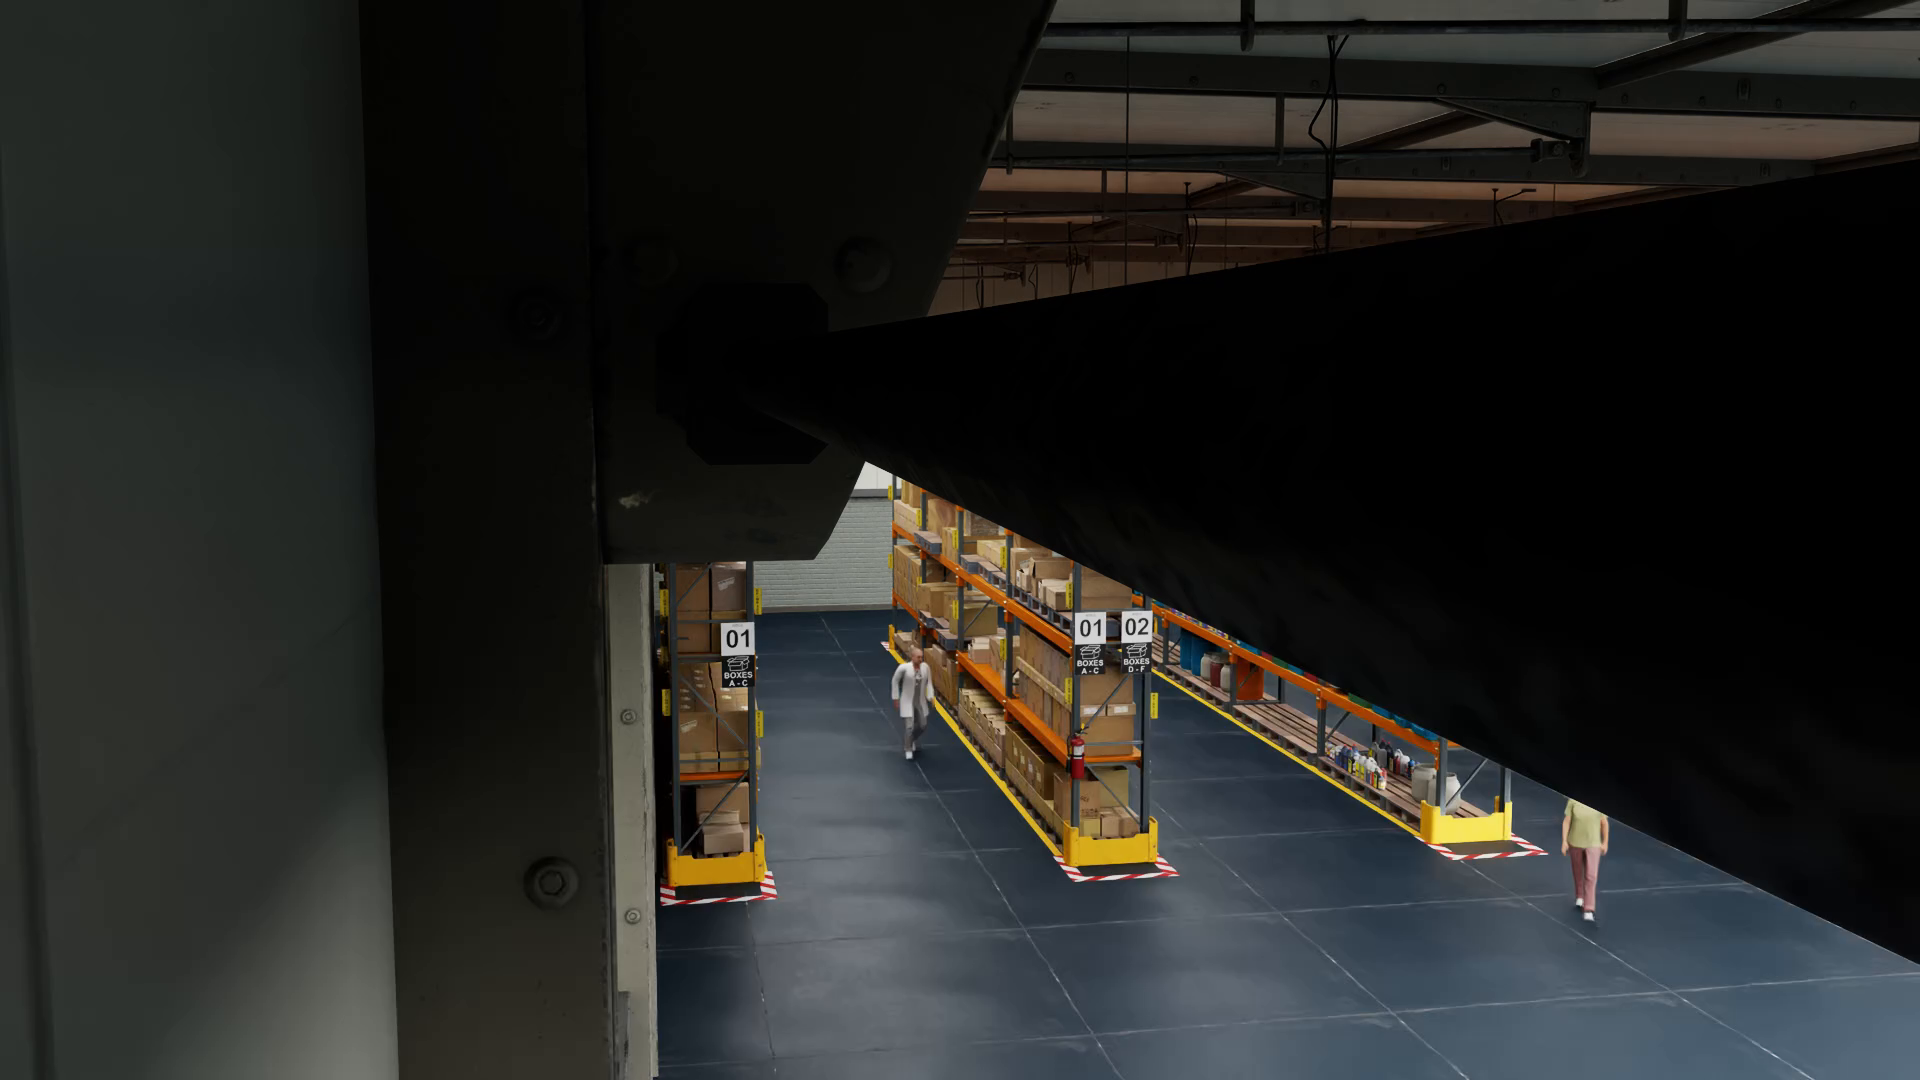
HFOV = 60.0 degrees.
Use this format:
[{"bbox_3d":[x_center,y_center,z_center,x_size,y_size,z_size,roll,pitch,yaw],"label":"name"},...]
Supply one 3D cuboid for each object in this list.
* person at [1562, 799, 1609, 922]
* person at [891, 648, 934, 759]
[{"bbox_3d":[7.081,3.469,18.892,0.472,1.611,1.070,4,7,30],"label":"person"},{"bbox_3d":[-0.797,2.587,26.669,0.652,1.764,0.716,-3,7,-27],"label":"person"}]
